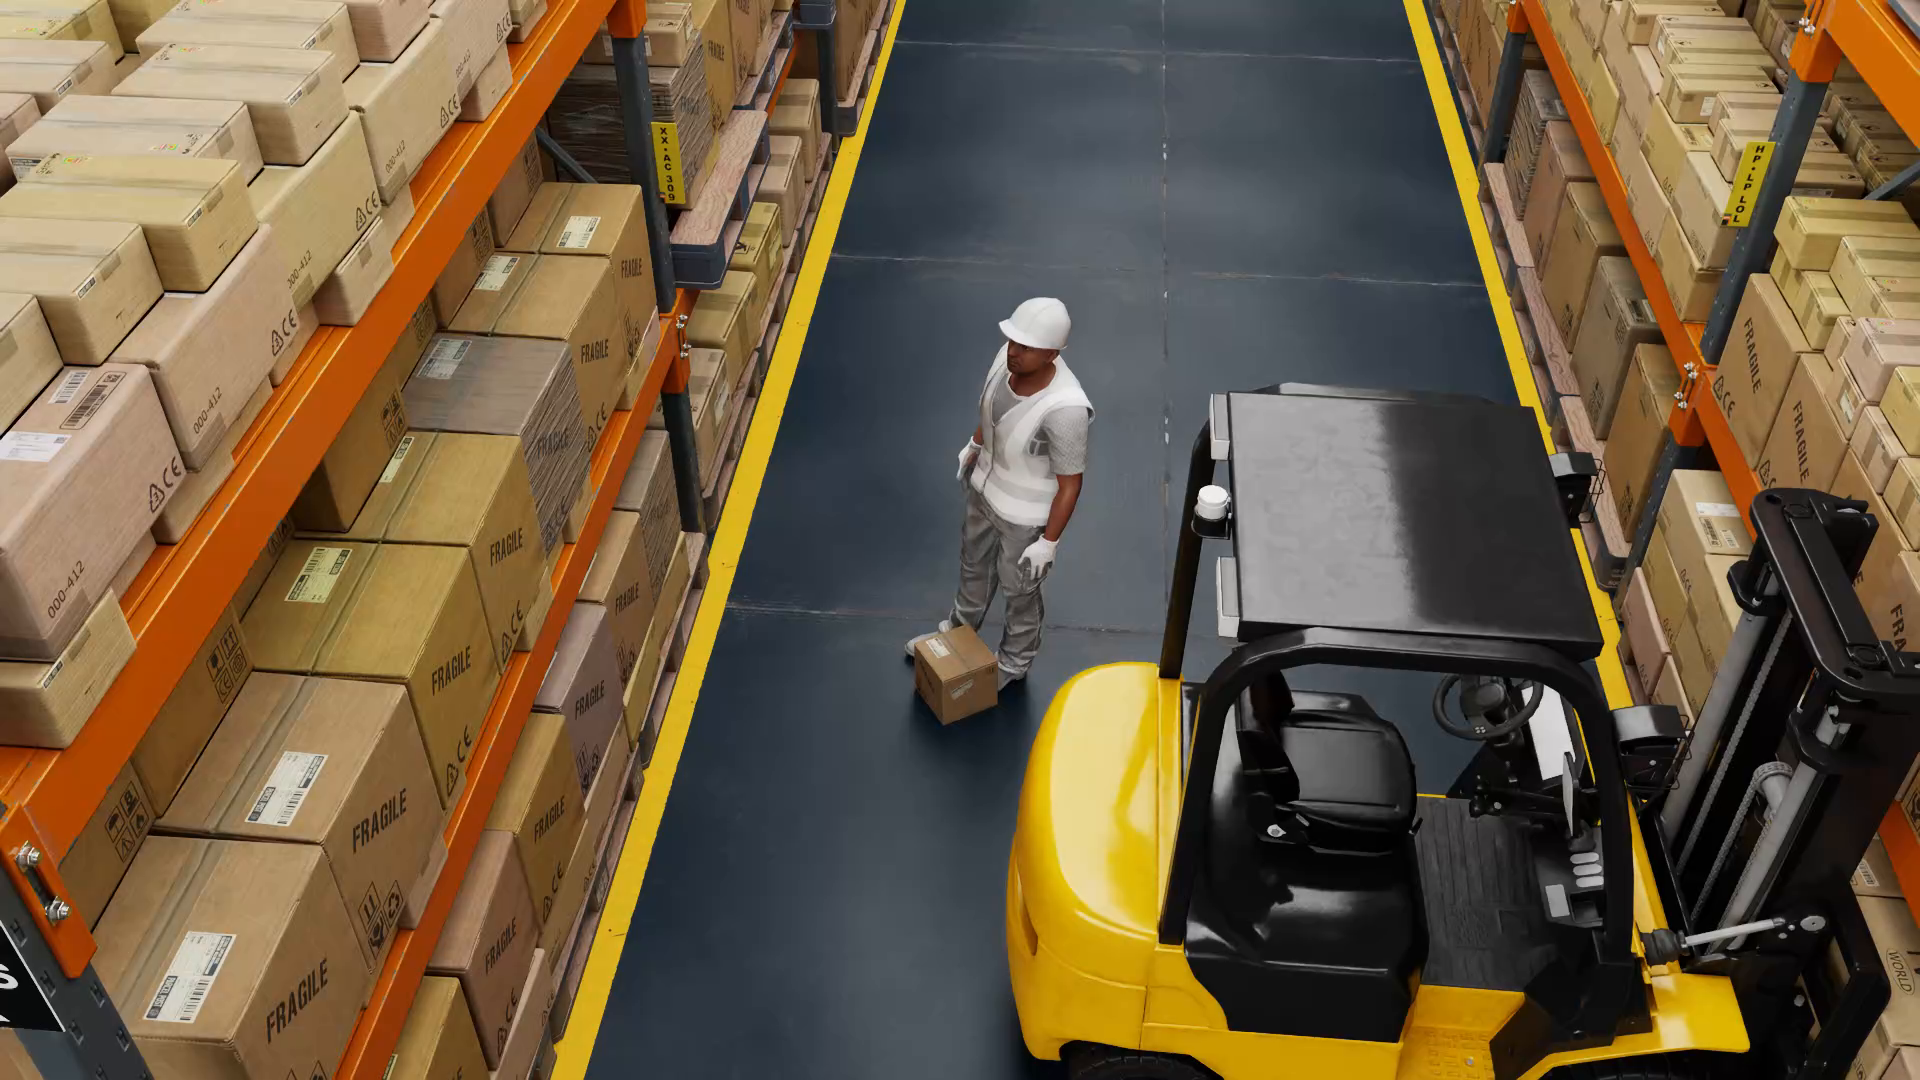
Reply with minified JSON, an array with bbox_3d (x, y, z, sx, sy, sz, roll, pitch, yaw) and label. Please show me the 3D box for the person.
[{"bbox_3d":[0.147,-0.130,6.286,0.576,1.778,0.657,-18,43,-20],"label":"person"}]
